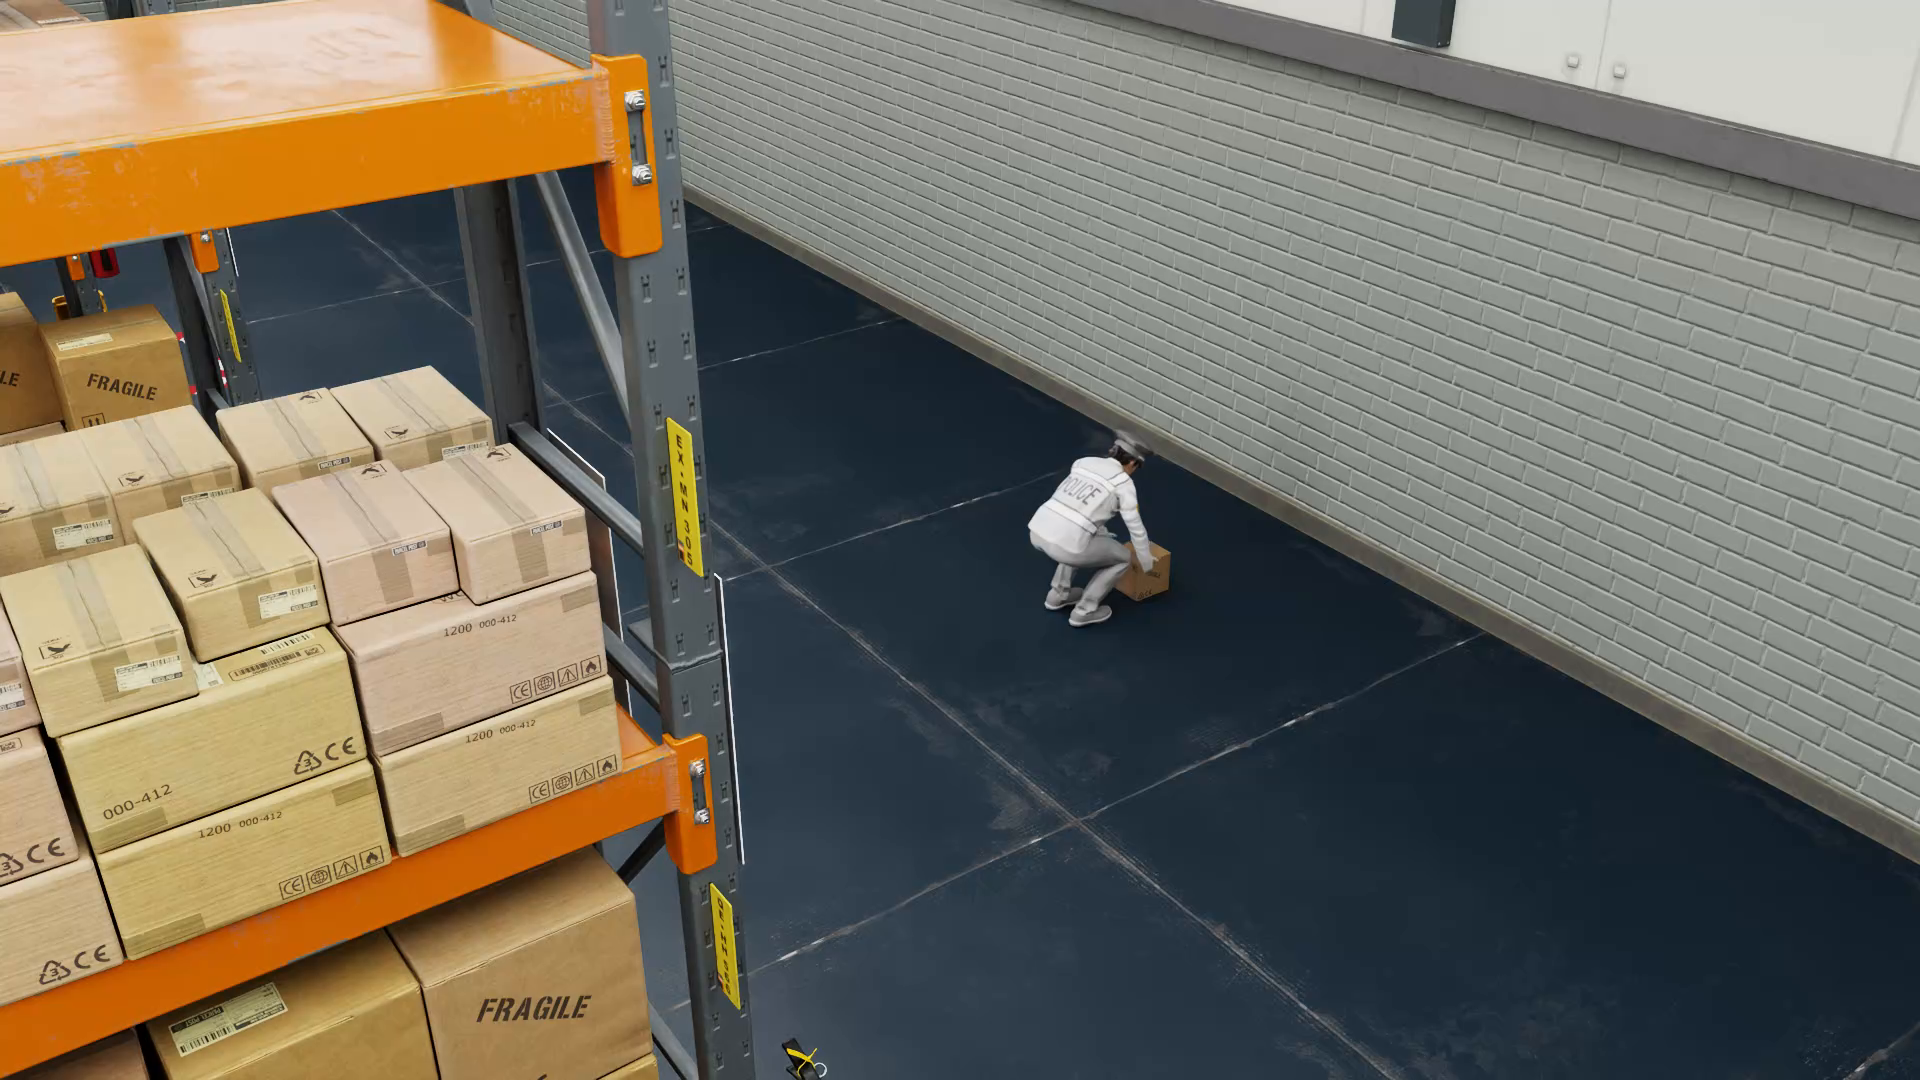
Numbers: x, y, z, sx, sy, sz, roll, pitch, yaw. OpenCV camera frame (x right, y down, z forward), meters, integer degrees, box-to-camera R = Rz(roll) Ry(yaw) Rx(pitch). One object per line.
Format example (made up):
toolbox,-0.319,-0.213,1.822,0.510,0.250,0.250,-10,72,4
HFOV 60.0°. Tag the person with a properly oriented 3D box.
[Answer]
person,0.755,-0.078,9.481,0.837,1.025,0.500,-19,34,-31
